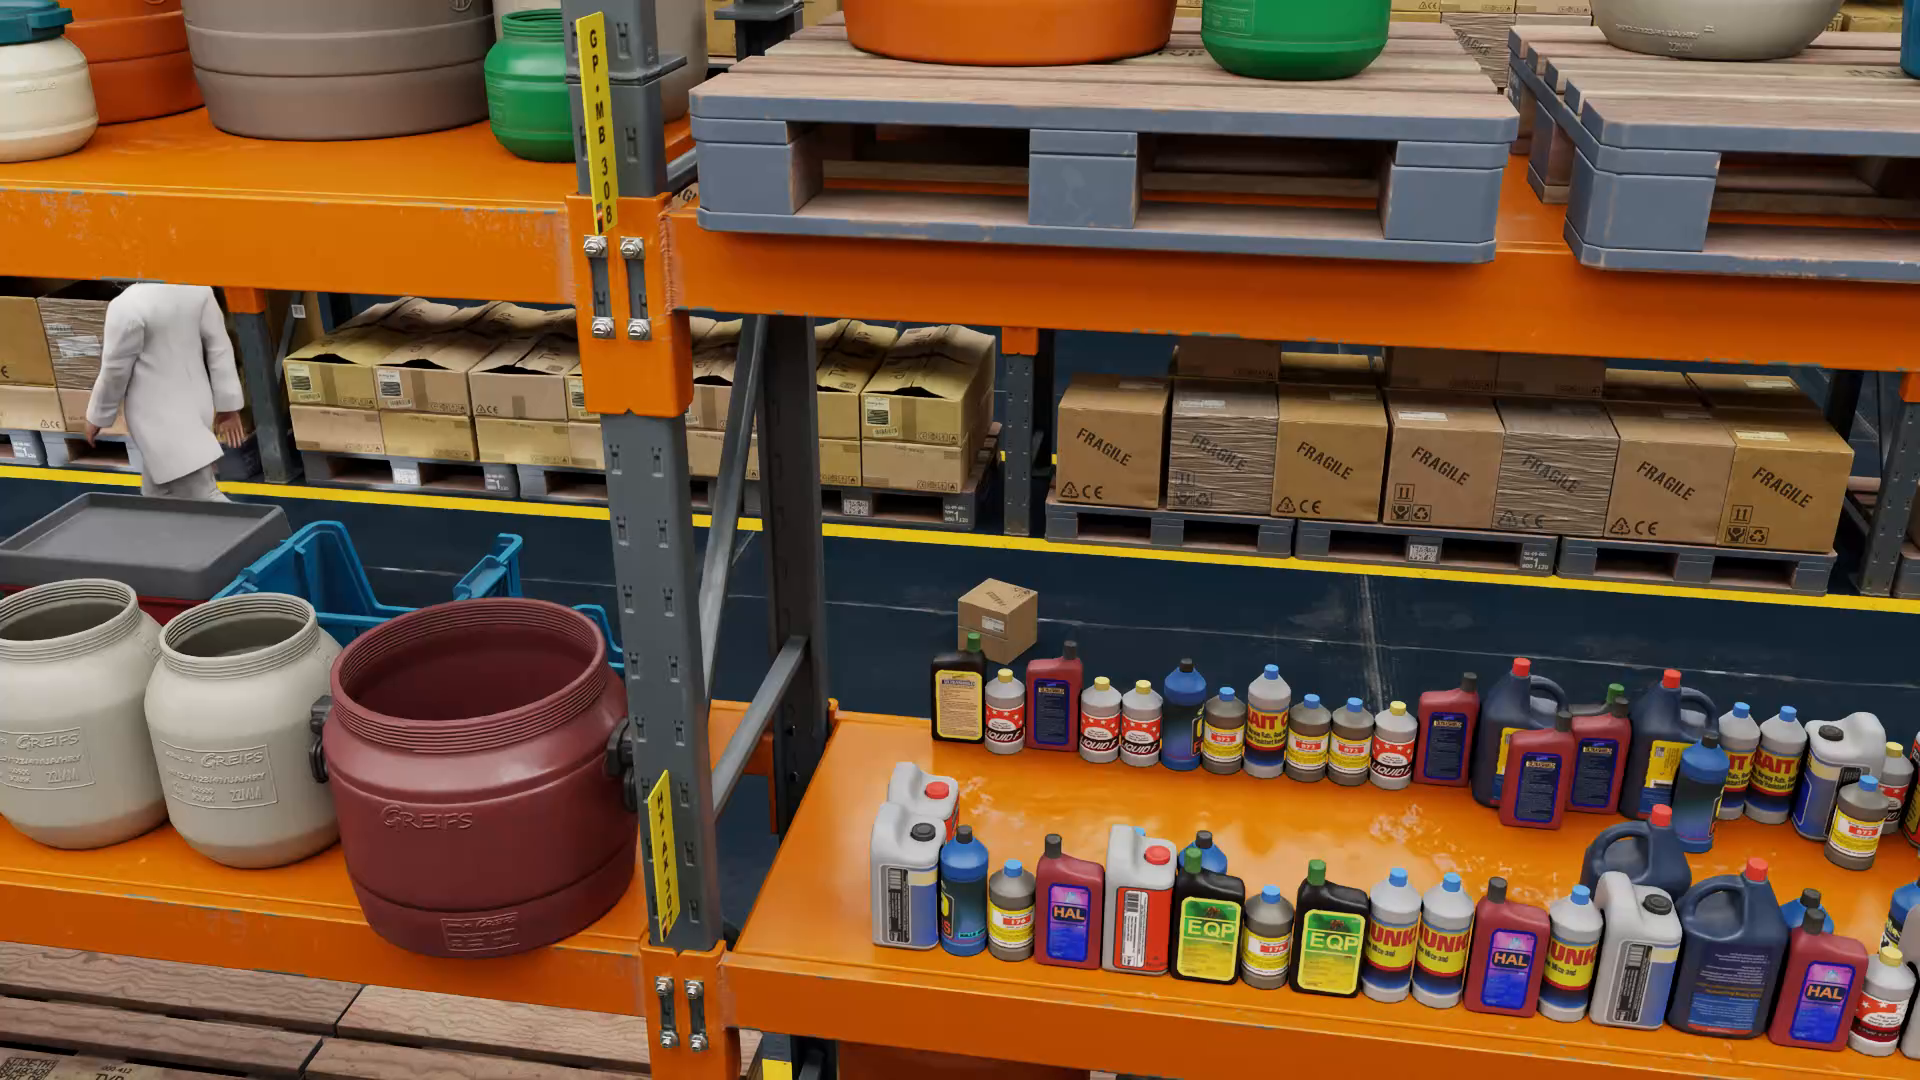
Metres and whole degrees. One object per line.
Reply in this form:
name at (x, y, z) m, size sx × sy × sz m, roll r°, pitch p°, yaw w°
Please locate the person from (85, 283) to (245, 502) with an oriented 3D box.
person at (-3.510, -0.555, 7.339) m, size 1.125 × 1.727 × 0.557 m, roll 5°, pitch 25°, yaw 12°
